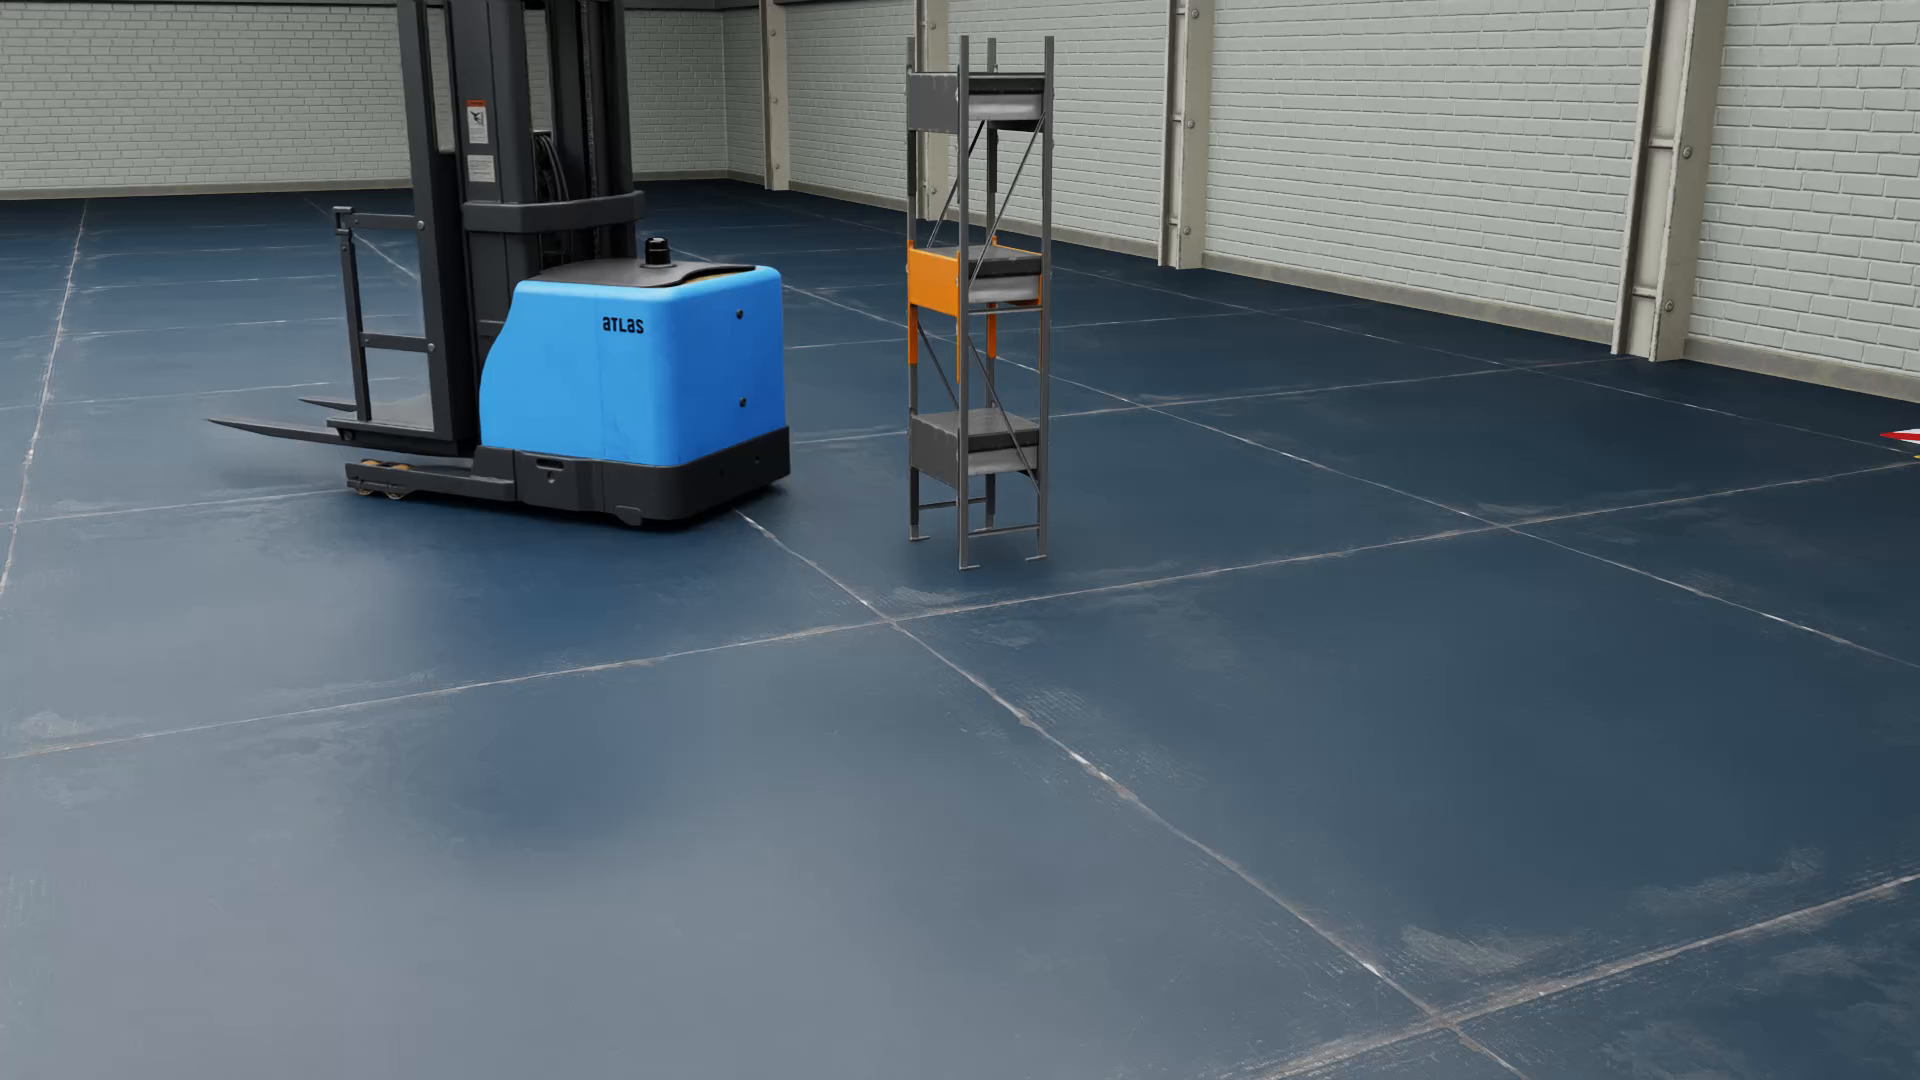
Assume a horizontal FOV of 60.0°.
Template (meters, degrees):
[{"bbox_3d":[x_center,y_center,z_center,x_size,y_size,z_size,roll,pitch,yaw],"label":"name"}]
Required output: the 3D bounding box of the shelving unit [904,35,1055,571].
[{"bbox_3d":[0.073,-0.968,6.818,0.431,2.100,0.503,-8,18,-25],"label":"shelving unit"}]

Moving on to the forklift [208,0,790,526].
[{"bbox_3d":[-2.387,-1.724,7.946,3.031,2.935,1.130,7,18,24],"label":"forklift"}]

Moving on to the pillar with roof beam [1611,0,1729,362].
[{"bbox_3d":[1.016,-5.114,8.758,9.100,9.000,0.400,-8,18,-25],"label":"pillar with roof beam"}]

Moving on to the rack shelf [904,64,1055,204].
[{"bbox_3d":[0.072,-1.628,6.629,0.431,0.518,0.480,-8,18,-25],"label":"rack shelf"}]

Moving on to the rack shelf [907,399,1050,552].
[{"bbox_3d":[0.073,-0.282,7.015,0.431,0.518,0.480,-8,18,-25],"label":"rack shelf"}]

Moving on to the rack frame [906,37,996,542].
[{"bbox_3d":[-0.034,-1.029,7.029,0.400,2.100,0.015,-8,18,-25],"label":"rack frame"}]

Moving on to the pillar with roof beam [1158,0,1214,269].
[{"bbox_3d":[-1.613,-6.602,13.942,9.100,9.000,0.400,-8,18,-25],"label":"pillar with roof beam"}]

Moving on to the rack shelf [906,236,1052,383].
[{"bbox_3d":[0.073,-0.955,6.822,0.431,0.518,0.480,-8,18,-25],"label":"rack shelf"}]

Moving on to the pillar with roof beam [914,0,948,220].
[{"bbox_3d":[-4.241,-8.090,19.127,9.100,9.000,0.400,-8,18,-25],"label":"pillar with roof beam"}]

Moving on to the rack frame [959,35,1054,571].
[{"bbox_3d":[0.179,-0.908,6.607,0.400,2.100,0.015,-8,18,-25],"label":"rack frame"}]

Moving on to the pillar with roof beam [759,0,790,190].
[{"bbox_3d":[-6.870,-9.577,24.311,9.100,9.000,0.400,-8,18,-25],"label":"pillar with roof beam"}]
